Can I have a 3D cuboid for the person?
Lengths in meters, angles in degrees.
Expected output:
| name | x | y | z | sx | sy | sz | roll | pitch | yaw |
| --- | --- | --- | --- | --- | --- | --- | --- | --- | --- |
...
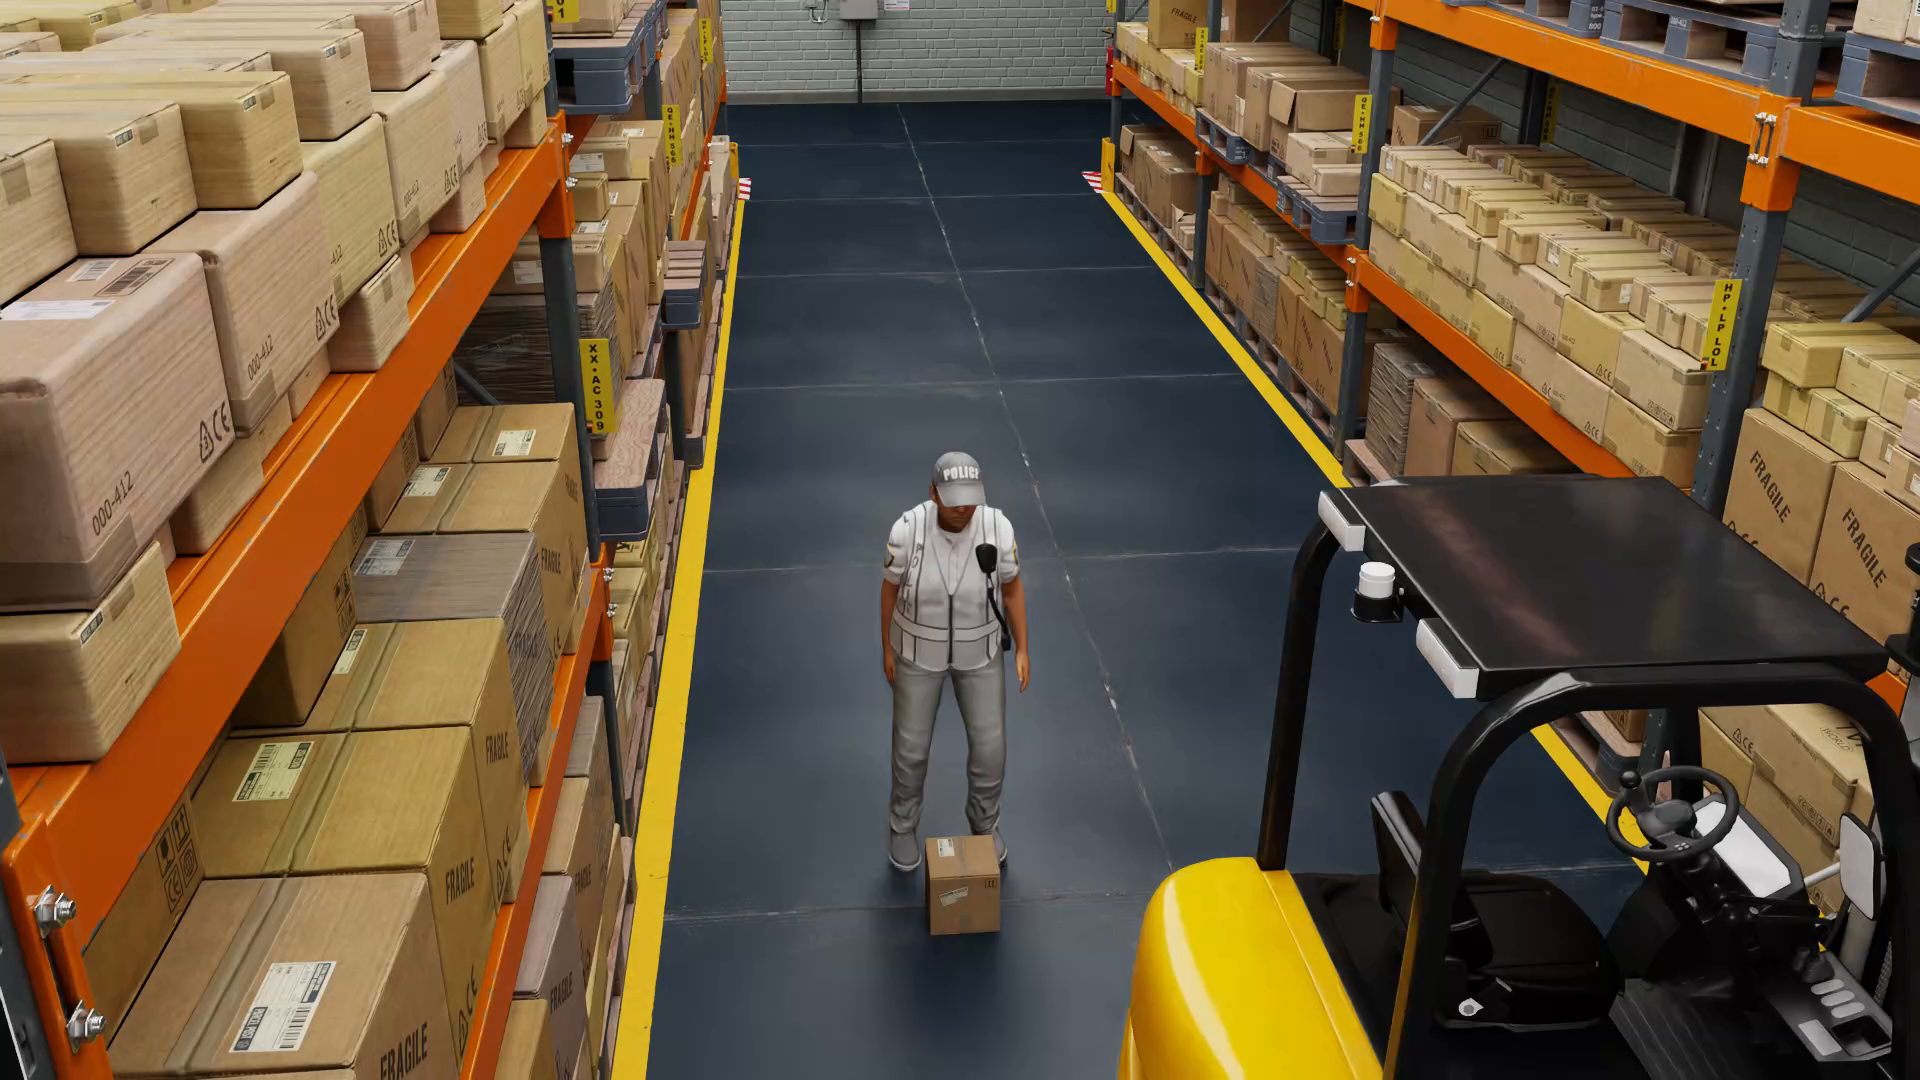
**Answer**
| name | x | y | z | sx | sy | sz | roll | pitch | yaw |
| --- | --- | --- | --- | --- | --- | --- | --- | --- | --- |
| person | -0.014 | 0.435 | 6.147 | 0.547 | 1.654 | 0.454 | -2 | 24 | -4 |
